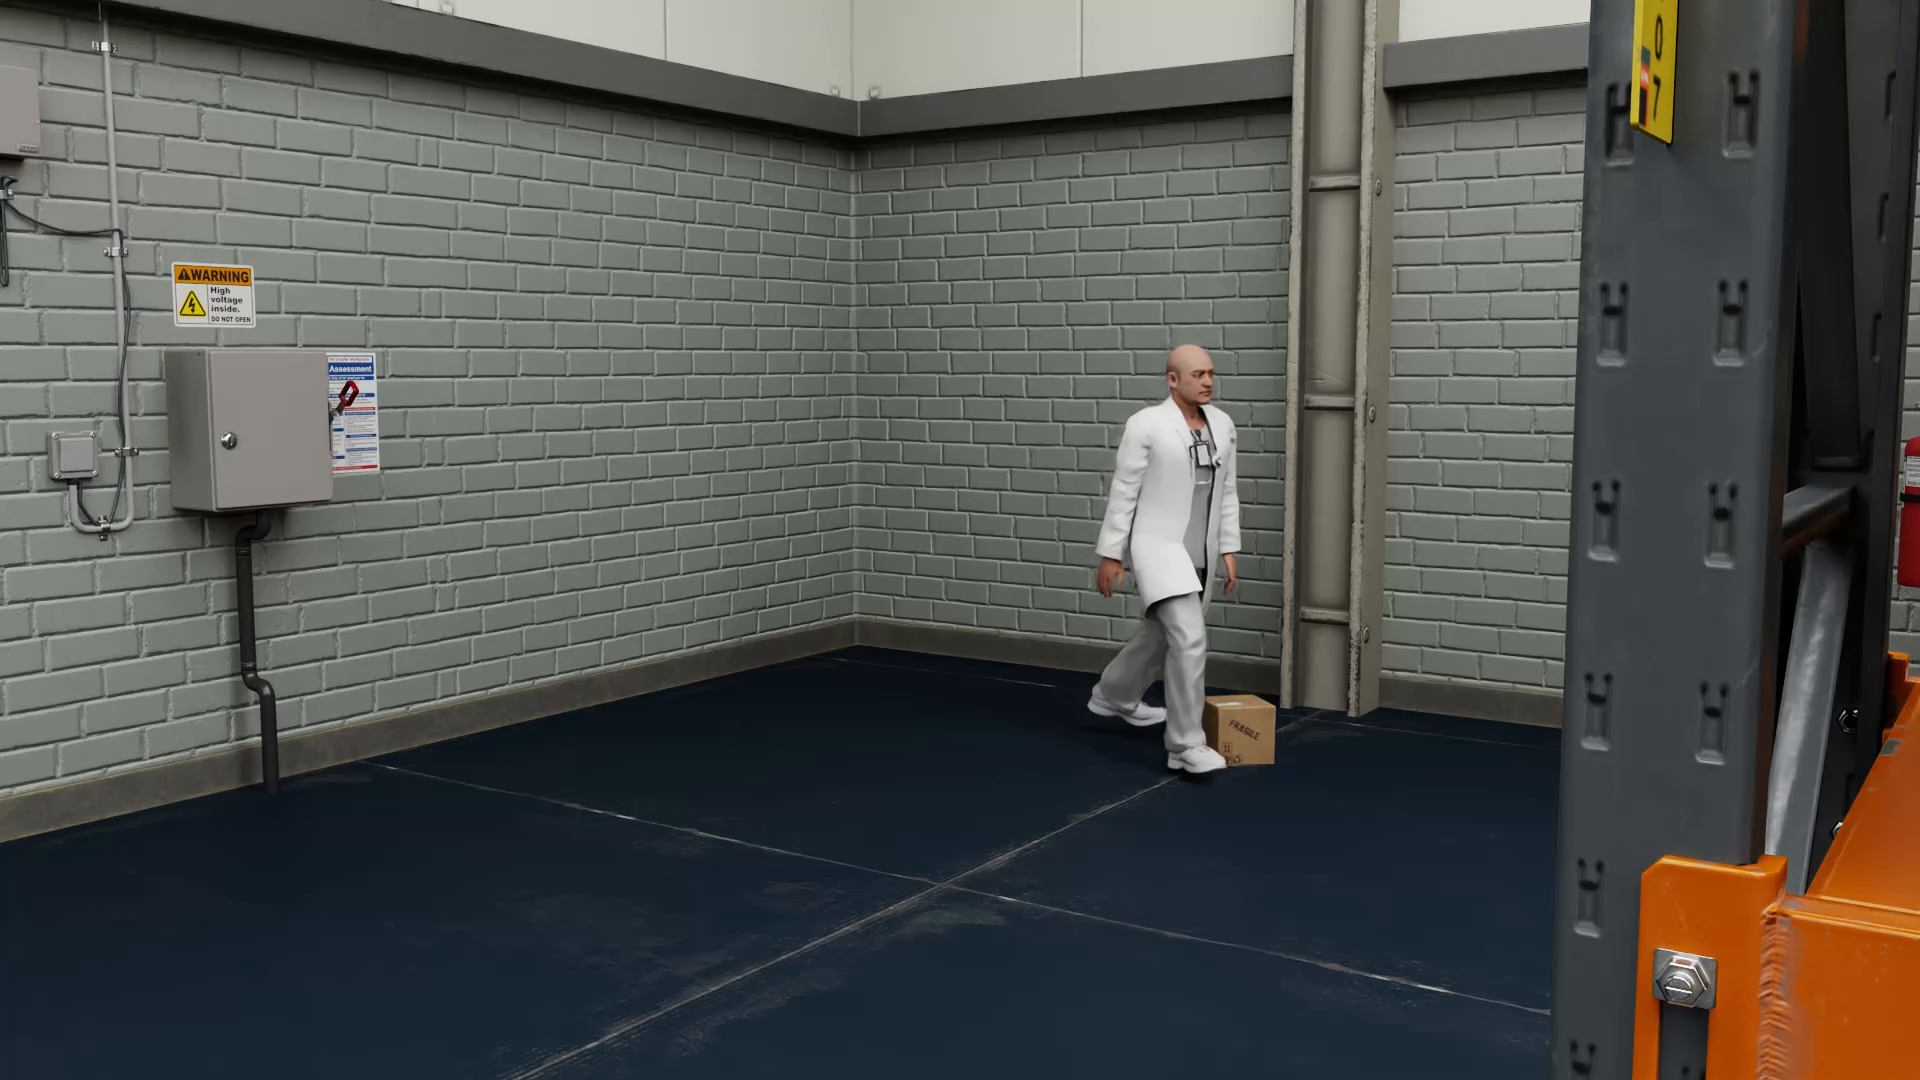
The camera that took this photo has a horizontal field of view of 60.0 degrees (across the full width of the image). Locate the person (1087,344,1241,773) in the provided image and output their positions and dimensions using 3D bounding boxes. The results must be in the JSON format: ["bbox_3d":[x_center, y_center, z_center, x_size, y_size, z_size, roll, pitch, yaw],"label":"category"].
[{"bbox_3d":[0.861,0.048,6.937,0.623,1.714,1.055,-4,8,-35],"label":"person"}]
